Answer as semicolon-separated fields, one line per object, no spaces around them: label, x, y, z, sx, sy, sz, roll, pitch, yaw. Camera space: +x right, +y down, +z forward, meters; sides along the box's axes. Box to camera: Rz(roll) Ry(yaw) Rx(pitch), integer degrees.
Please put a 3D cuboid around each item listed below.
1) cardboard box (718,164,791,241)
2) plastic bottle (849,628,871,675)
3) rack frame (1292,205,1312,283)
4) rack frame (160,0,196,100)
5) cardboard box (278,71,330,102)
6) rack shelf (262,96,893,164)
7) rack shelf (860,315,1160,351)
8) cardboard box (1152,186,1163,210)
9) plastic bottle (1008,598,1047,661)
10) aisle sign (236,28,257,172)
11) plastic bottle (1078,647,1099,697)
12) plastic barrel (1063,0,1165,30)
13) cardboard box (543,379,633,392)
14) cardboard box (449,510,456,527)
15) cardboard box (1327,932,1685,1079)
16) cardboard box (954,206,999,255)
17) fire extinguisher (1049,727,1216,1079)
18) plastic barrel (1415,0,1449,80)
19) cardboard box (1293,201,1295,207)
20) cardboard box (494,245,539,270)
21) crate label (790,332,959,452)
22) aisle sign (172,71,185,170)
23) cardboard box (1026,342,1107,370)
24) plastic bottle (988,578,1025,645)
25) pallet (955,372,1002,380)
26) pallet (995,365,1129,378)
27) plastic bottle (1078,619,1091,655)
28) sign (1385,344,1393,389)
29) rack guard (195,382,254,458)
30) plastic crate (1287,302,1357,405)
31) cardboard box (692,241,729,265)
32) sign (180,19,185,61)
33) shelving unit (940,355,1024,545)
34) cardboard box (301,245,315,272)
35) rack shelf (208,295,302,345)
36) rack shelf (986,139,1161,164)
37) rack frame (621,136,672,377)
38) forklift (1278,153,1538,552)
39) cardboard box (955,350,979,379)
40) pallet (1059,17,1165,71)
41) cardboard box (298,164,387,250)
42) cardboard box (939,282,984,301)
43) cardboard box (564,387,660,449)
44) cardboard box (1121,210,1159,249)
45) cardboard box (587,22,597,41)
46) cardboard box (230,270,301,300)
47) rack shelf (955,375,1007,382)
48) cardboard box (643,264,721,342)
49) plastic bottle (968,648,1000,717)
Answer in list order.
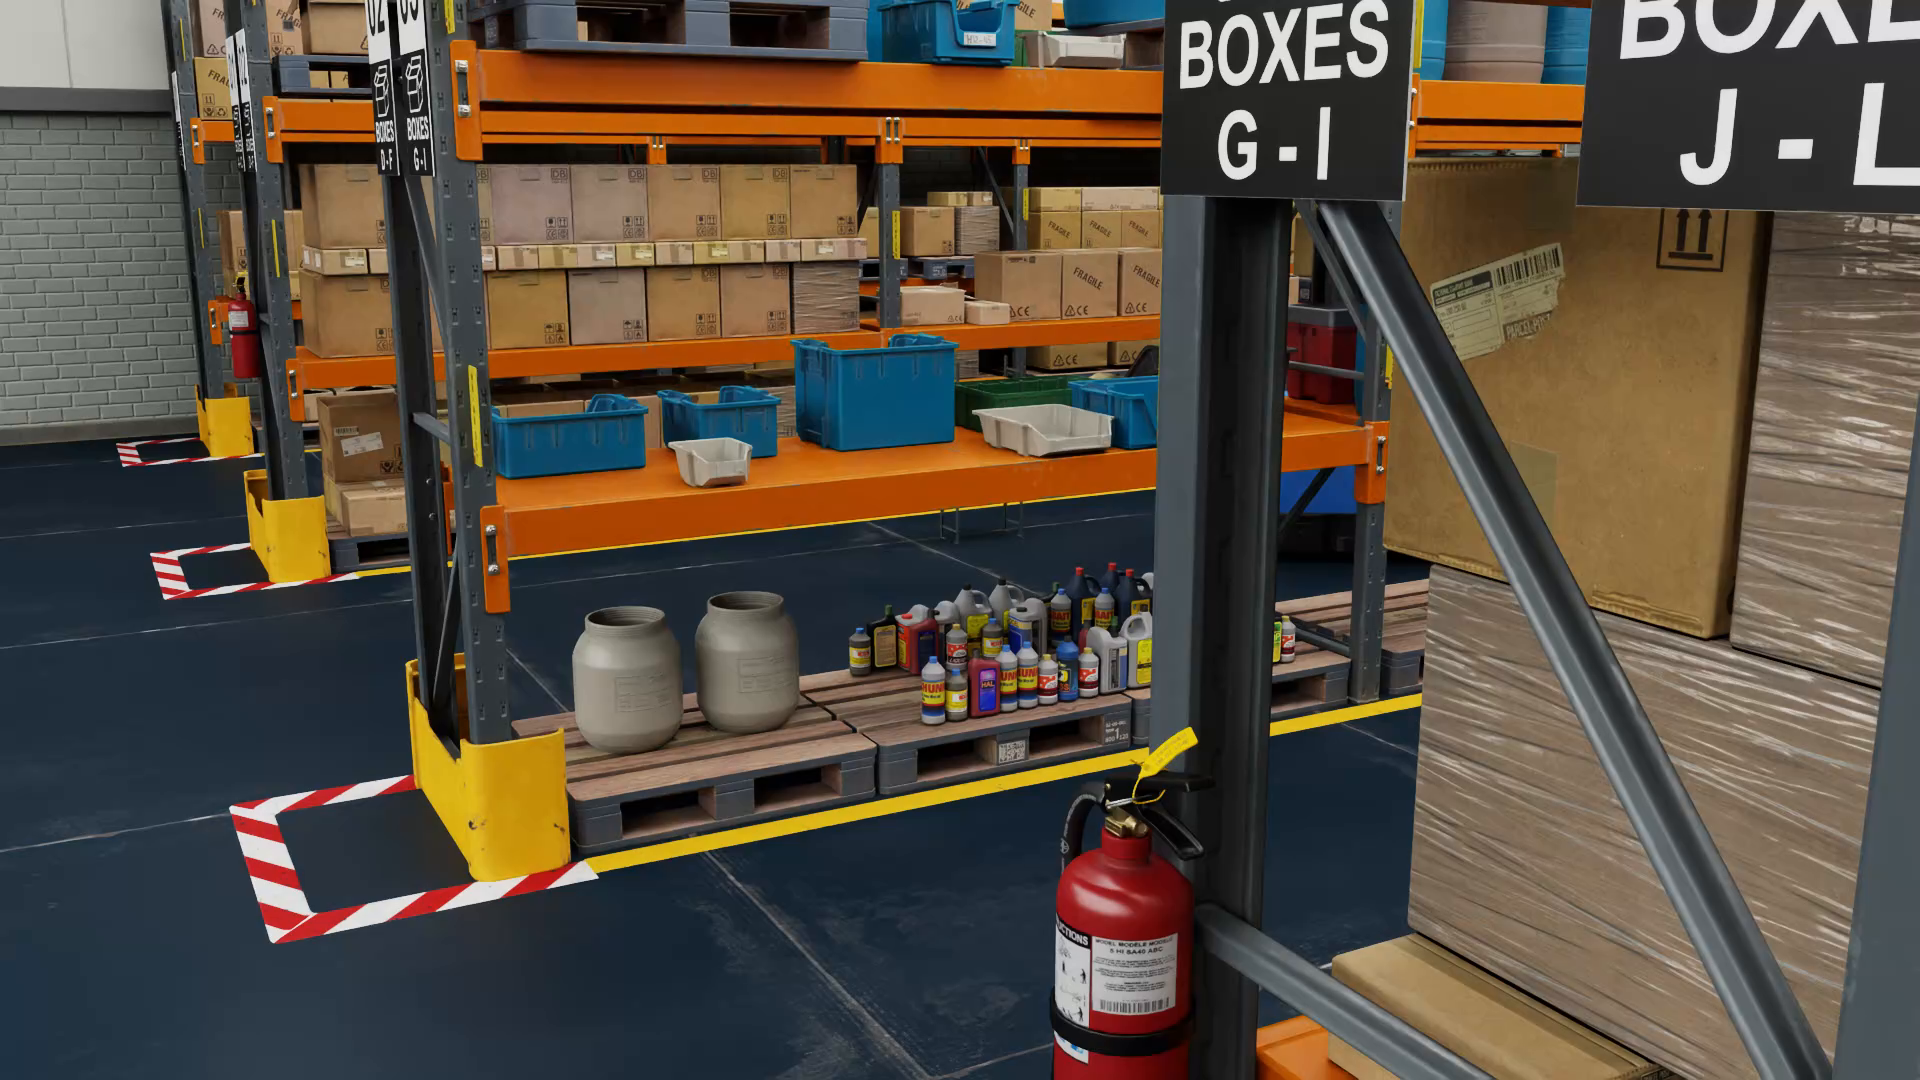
cardboard box;-1.538;-2.334;11.466;0.500;0.500;0.700;-7;14;-28
plastic bottle;-0.447;0.495;7.449;0.097;0.201;0.097;0;13;0
rack frame;2.803;-2.174;13.939;0.127;3.000;1.000;-7;14;-28
rack frame;-6.596;-5.214;13.781;0.127;3.000;1.000;-7;14;-28
cardboard box;-5.694;-3.846;14.260;0.500;0.500;0.500;-6;14;-24
rack shelf;-2.464;-2.656;10.884;4.000;0.370;1.077;-7;14;-28
rack shelf;1.047;-1.613;13.083;4.000;0.370;1.077;-7;14;-28
cardboard box;2.301;-3.861;18.775;0.500;0.250;0.500;-7;15;-29
plastic bottle;0.309;0.411;7.652;0.135;0.276;0.152;-7;14;-28
aisle sign;-4.130;-2.535;9.621;0.004;0.787;0.394;-7;14;-28
plastic bottle;0.548;0.563;7.145;0.097;0.201;0.097;0;13;0
plastic barrel;0.737;-2.627;7.022;0.708;0.901;0.600;-7;14;-28
cardboard box;-2.581;-0.836;11.591;0.500;0.500;0.500;-7;14;-28
cardboard box;-3.205;-0.263;10.752;0.500;0.250;0.500;-7;14;-28
cardboard box;0.675;0.630;2.052;0.250;0.149;0.380;-7;14;-28
cardboard box;0.018;-3.341;17.892;0.500;0.500;0.700;-9;15;-34
fire extinguisher;0.203;0.538;2.064;0.183;0.674;0.296;-7;14;-28
plastic barrel;2.004;-2.602;7.865;0.708;0.901;0.600;-7;14;-28
cardboard box;3.649;-4.021;19.483;0.500;0.250;0.500;-6;14;-26
cardboard box;-2.866;-1.807;10.600;0.250;0.149;0.380;-7;15;-30
crate label;-0.363;-0.641;7.044;0.616;0.435;0.502;-7;14;-28
aisle sign;-6.515;-3.490;13.864;0.004;0.787;0.394;-7;14;-28
cardboard box;1.134;-2.337;18.601;0.750;0.750;0.750;-7;14;-29
plastic bottle;0.216;0.349;7.759;0.185;0.351;0.144;-7;14;-28
pallet;-0.261;-1.686;18.121;1.213;0.211;1.003;-7;14;-28
pallet;1.154;-1.837;18.789;1.213;0.211;1.003;-7;14;-28
plastic bottle;0.587;0.485;7.306;0.133;0.283;0.061;-7;14;-28
sign;1.916;-0.826;7.319;0.005;0.325;0.100;-7;14;-28
rack guard;-6.529;-1.076;14.750;0.348;0.500;1.175;-7;14;-28
plastic crate;1.940;-0.940;8.307;0.583;0.464;0.402;-7;14;-28
cardboard box;-1.738;-1.942;11.202;0.250;0.149;0.380;-7;14;-28
sign;-6.336;-4.072;13.550;0.005;0.325;0.100;-7;14;-28
shelving unit;0.145;-0.603;11.055;0.503;1.200;0.258;-7;14;-28
cardboard box;-3.975;-1.775;10.459;0.250;0.149;0.380;-7;15;-29
rack shelf;-4.841;-2.146;15.453;4.000;0.370;1.077;-7;14;-28
rack shelf;2.181;-4.451;18.864;4.000;0.370;1.077;-7;14;-28
rack frame;-3.085;-2.708;16.309;0.127;3.000;1.000;-7;14;-28
forklift;3.026;-1.402;10.662;3.031;2.935;1.130;0;13;2
cardboard box;-0.181;-2.038;18.024;0.500;0.500;0.700;-7;14;-27
pallet;1.075;-2.075;7.096;1.003;0.211;1.213;-7;14;-28
cardboard box;-3.757;-2.067;10.278;0.500;0.500;0.700;-7;14;-28
cardboard box;-0.025;-1.816;12.652;0.258;0.266;0.396;-7;15;-29
cardboard box;-2.324;-0.733;11.132;0.500;0.500;0.500;-7;14;-28
cardboard box;1.875;-3.439;18.609;0.500;0.500;0.500;-7;14;-28
cardboard box;-2.214;-3.392;11.005;0.637;0.503;0.797;-5;14;-22
cardboard box;-6.016;-2.214;14.410;0.500;0.250;0.500;-7;15;-29
rack shelf;0.145;-0.986;10.969;0.480;0.148;0.258;-7;14;-28
cardboard box;-1.997;-1.646;11.362;0.500;0.500;0.700;-7;14;-27
plastic bottle;0.099;0.582;6.877;0.133;0.283;0.061;-7;14;-27
